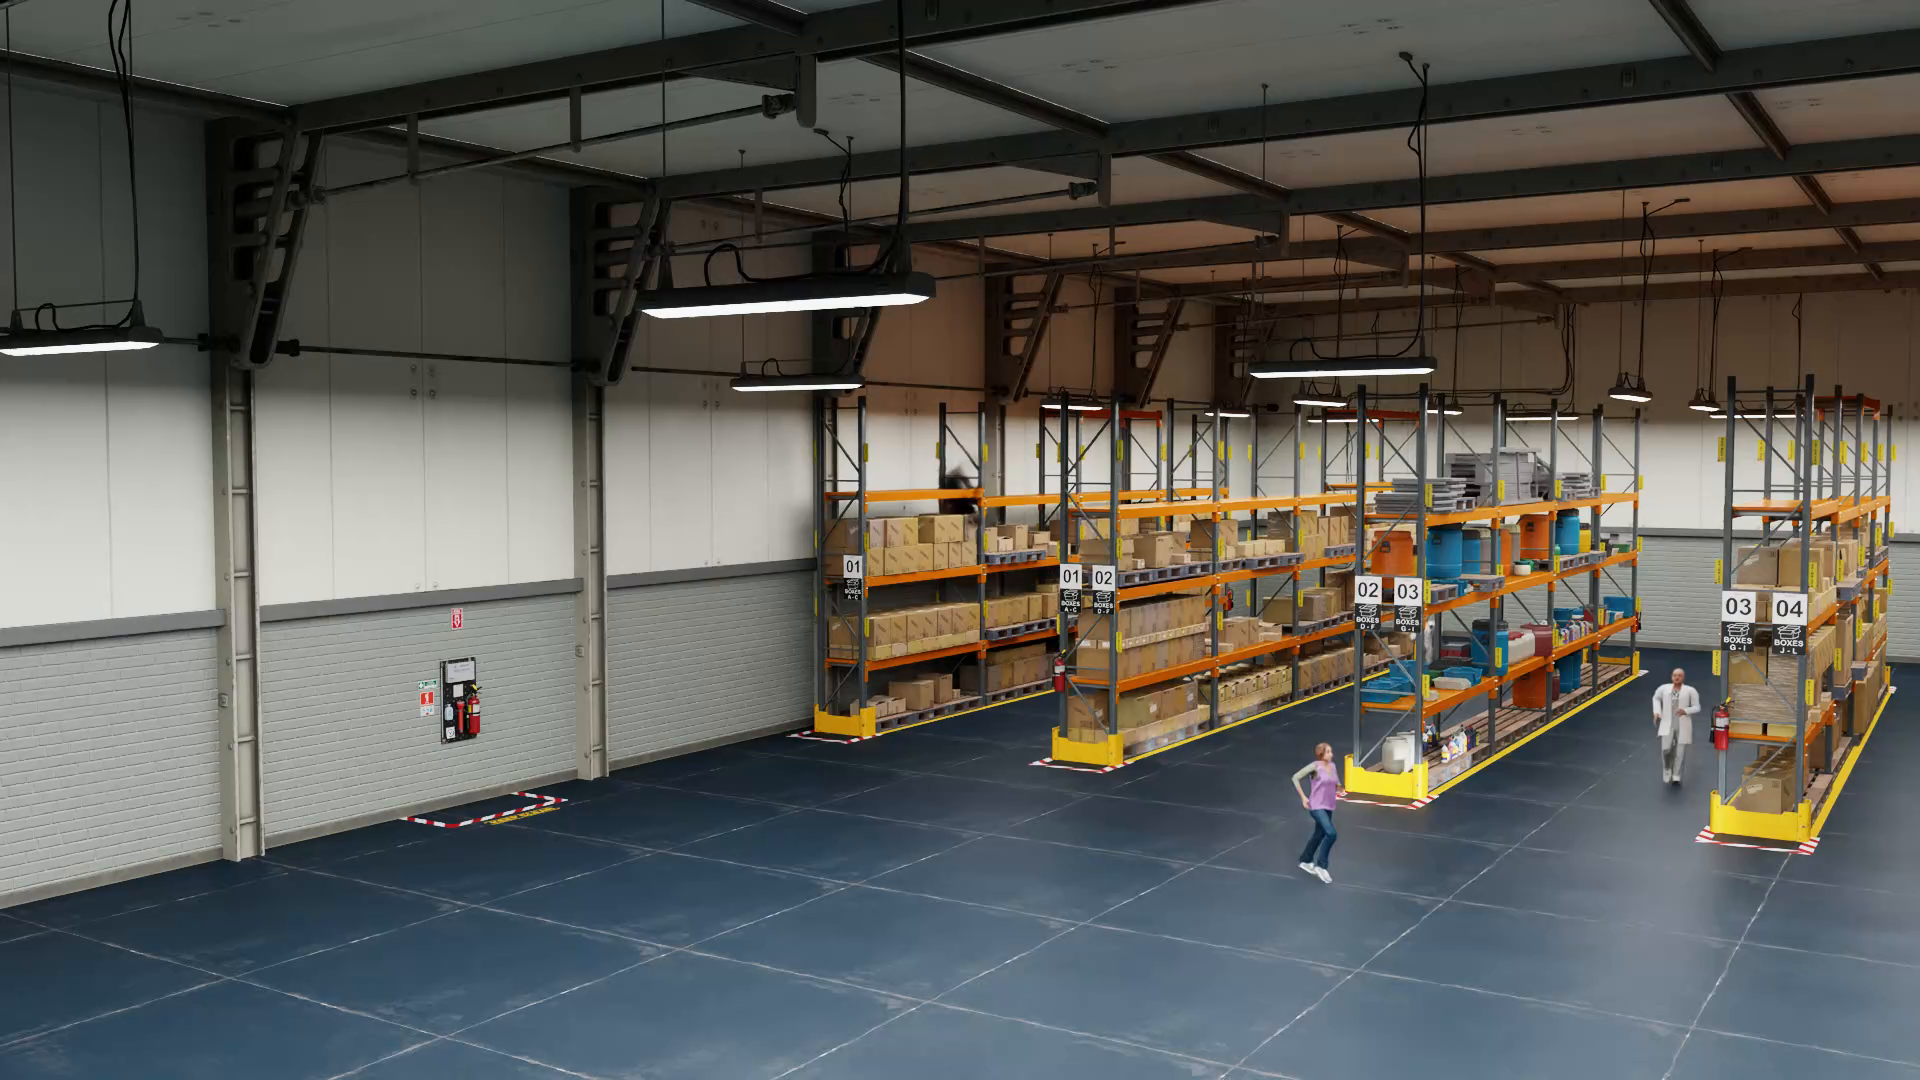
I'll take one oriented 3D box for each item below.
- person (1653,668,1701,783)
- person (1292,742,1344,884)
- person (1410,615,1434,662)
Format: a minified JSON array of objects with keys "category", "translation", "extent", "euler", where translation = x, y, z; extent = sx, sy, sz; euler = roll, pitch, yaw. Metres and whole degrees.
[{"category":"person","translation":[10.743,2.803,24.978],"extent":[0.691,1.740,0.684],"euler":[2,3,28]},{"category":"person","translation":[4.238,3.182,19.482],"extent":[0.515,1.607,0.663],"euler":[-2,4,-39]},{"category":"person","translation":[9.900,2.300,35.410],"extent":[0.621,1.685,0.915],"euler":[1,3,22]}]
